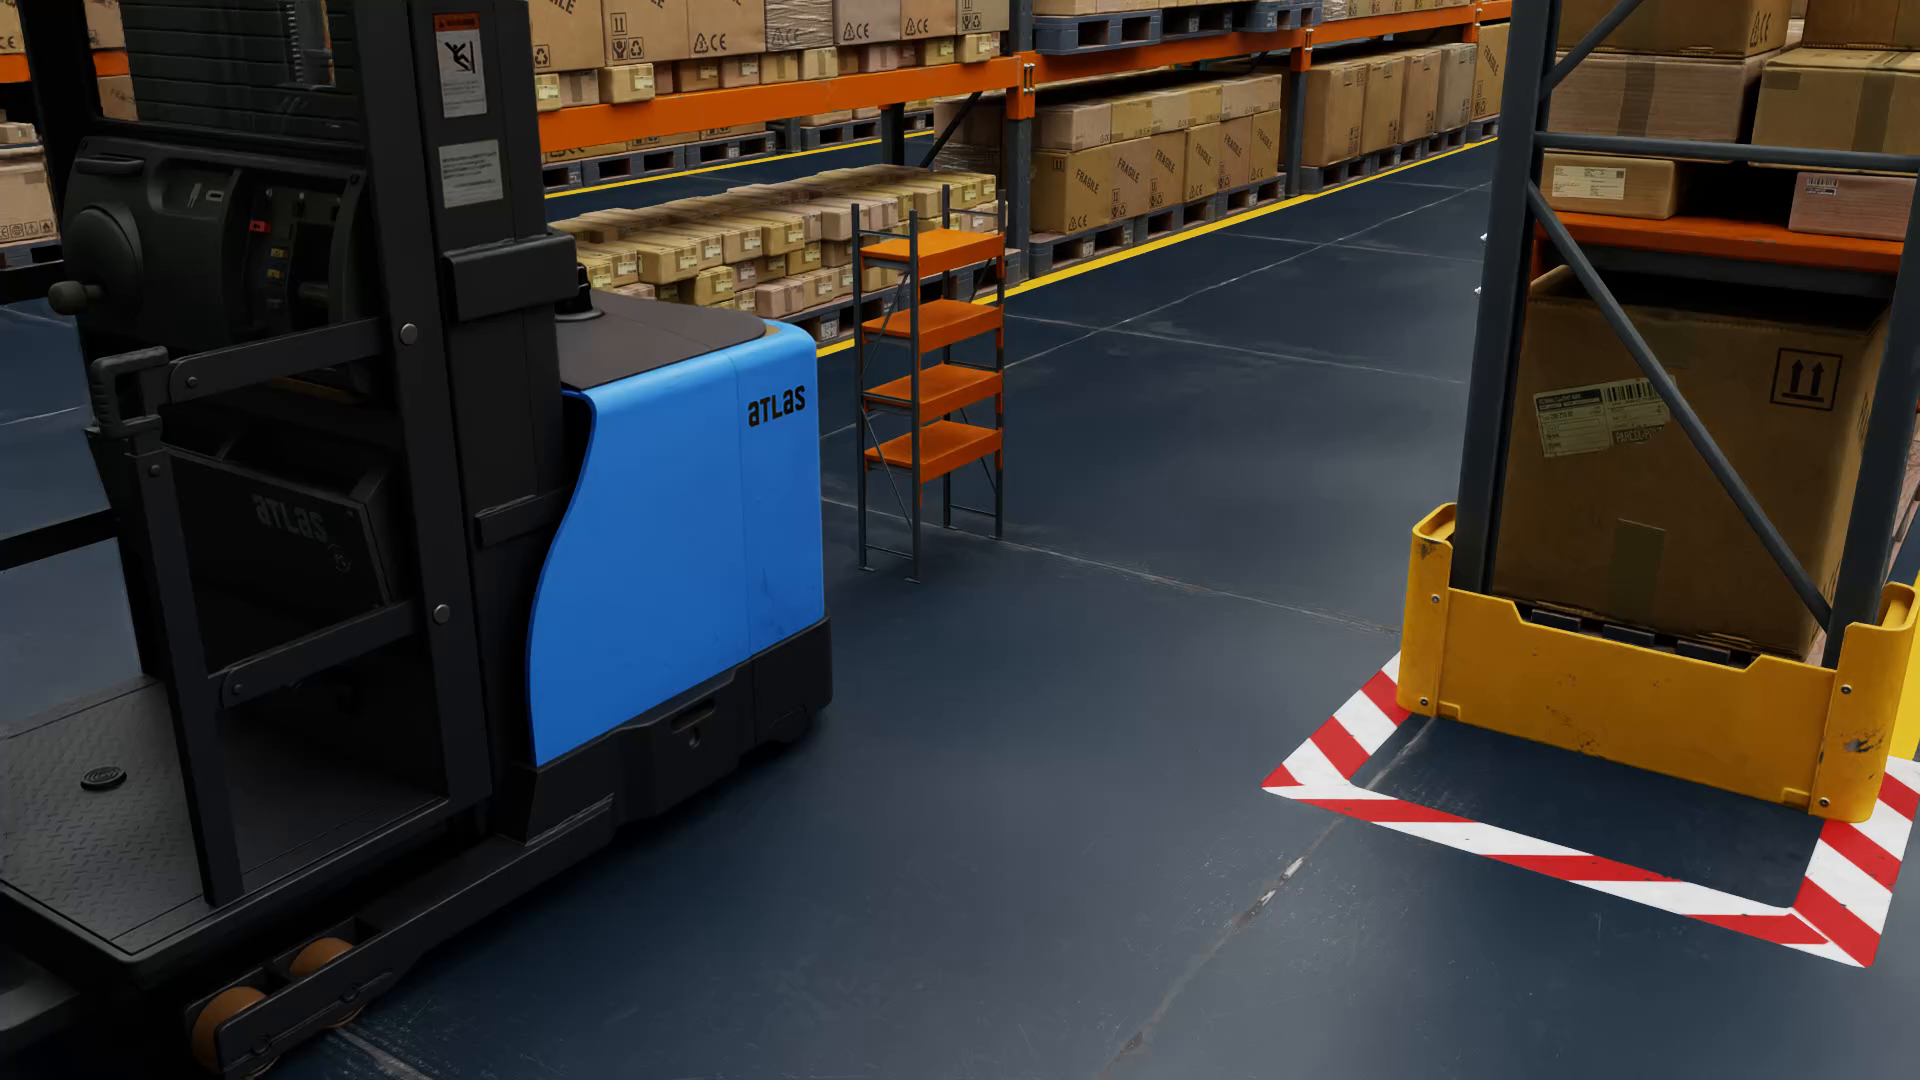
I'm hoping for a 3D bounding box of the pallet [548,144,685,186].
[{"bbox_3d":[-3.128,-3.255,14.261,1.003,0.211,1.213,13,24,32],"label":"pallet"}]

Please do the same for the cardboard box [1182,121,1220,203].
[{"bbox_3d":[1.482,-2.668,11.653,0.500,0.500,0.500,12,23,29],"label":"cardboard box"}]

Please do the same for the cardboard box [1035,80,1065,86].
[{"bbox_3d":[0.868,-5.295,19.114,0.500,0.250,0.500,12,23,29],"label":"cardboard box"}]

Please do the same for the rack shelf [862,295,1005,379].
[{"bbox_3d":[-0.093,-0.662,5.374,0.258,0.148,0.480,13,24,32],"label":"rack shelf"}]

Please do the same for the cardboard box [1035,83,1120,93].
[{"bbox_3d":[0.761,-2.978,11.408,0.500,0.250,0.500,12,23,29],"label":"cardboard box"}]

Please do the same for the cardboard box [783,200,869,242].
[{"bbox_3d":[-0.691,-1.637,8.512,0.380,0.149,0.250,12,24,30],"label":"cardboard box"}]

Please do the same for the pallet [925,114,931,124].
[{"bbox_3d":[-0.124,-4.739,18.273,1.003,0.211,1.213,13,24,32],"label":"pallet"}]

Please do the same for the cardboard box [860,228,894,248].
[{"bbox_3d":[-0.575,-1.596,8.831,0.380,0.149,0.250,14,24,33],"label":"cardboard box"}]

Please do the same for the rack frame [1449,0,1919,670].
[{"bbox_3d":[1.763,-0.895,3.861,1.000,3.000,0.127,13,24,32],"label":"rack frame"}]

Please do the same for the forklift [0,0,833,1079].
[{"bbox_3d":[-1.581,-0.565,3.069,1.130,2.935,3.031,13,24,32],"label":"forklift"}]

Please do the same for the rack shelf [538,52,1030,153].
[{"bbox_3d":[-1.158,-2.128,8.231,1.077,0.370,4.000,13,24,32],"label":"rack shelf"}]

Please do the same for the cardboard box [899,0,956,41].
[{"bbox_3d":[-0.365,-2.883,8.662,0.500,0.500,0.500,13,24,30],"label":"cardboard box"}]

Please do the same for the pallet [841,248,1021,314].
[{"bbox_3d":[-0.382,-1.532,9.602,1.003,0.211,1.213,13,24,32],"label":"pallet"}]

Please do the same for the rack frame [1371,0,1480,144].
[{"bbox_3d":[4.463,-5.335,15.863,1.000,3.000,0.127,13,24,32],"label":"rack frame"}]

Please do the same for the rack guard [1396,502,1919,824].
[{"bbox_3d":[1.749,0.284,4.276,1.175,0.500,0.348,13,24,32],"label":"rack guard"}]

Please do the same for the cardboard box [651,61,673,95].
[{"bbox_3d":[-1.493,-2.052,7.350,0.380,0.149,0.250,15,25,34],"label":"cardboard box"}]

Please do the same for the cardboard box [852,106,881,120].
[{"bbox_3d":[-1.202,-4.461,16.684,0.950,0.372,0.625,13,24,31],"label":"cardboard box"}]

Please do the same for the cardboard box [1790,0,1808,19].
[{"bbox_3d":[2.959,-2.086,5.788,0.500,0.500,0.500,12,24,30],"label":"cardboard box"}]

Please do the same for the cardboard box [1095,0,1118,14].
[{"bbox_3d":[0.719,-3.222,9.909,0.380,0.149,0.250,14,24,33],"label":"cardboard box"}]

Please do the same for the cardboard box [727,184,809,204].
[{"bbox_3d":[-1.043,-1.834,9.045,0.380,0.149,0.250,14,24,33],"label":"cardboard box"}]

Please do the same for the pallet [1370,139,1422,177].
[{"bbox_3d":[3.407,-3.439,14.758,1.003,0.211,1.213,13,24,32],"label":"pallet"}]

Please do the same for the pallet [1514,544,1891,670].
[{"bbox_3d":[2.148,0.168,5.007,1.003,0.211,1.213,13,24,32],"label":"pallet"}]

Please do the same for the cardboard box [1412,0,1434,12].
[{"bbox_3d":[3.823,-4.890,14.516,0.500,0.500,0.500,14,24,32],"label":"cardboard box"}]

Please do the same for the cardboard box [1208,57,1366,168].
[{"bbox_3d":[2.631,-3.486,13.502,1.050,0.750,0.750,13,24,31],"label":"cardboard box"}]

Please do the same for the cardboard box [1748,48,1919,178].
[{"bbox_3d":[2.256,-1.049,4.066,0.500,0.250,0.500,13,24,30],"label":"cardboard box"}]

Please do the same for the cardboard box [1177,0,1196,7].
[{"bbox_3d":[1.298,-3.517,10.707,0.380,0.149,0.250,13,24,31],"label":"cardboard box"}]

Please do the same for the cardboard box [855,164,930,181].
[{"bbox_3d":[-0.399,-2.120,9.818,0.380,0.149,0.250,14,25,34],"label":"cardboard box"}]

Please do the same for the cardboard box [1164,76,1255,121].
[{"bbox_3d":[1.772,-3.169,11.925,0.500,0.250,0.500,14,24,33],"label":"cardboard box"}]

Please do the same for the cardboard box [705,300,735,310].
[{"bbox_3d":[-1.276,-1.055,7.797,0.380,0.149,0.250,14,24,32],"label":"cardboard box"}]

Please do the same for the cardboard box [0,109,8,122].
[{"bbox_3d":[-8.859,-3.735,14.809,0.500,0.311,0.500,14,25,34],"label":"cardboard box"}]

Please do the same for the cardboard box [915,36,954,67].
[{"bbox_3d":[-0.255,-2.634,8.923,0.380,0.149,0.250,14,25,34],"label":"cardboard box"}]

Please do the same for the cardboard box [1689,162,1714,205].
[{"bbox_3d":[1.835,-1.019,4.557,0.380,0.149,0.250,14,24,32],"label":"cardboard box"}]

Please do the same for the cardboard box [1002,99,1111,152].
[{"bbox_3d":[0.600,-2.576,10.322,0.500,0.250,0.500,12,23,29],"label":"cardboard box"}]

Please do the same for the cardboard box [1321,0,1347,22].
[{"bbox_3d":[2.690,-4.310,12.949,0.500,0.500,0.500,14,24,32],"label":"cardboard box"}]

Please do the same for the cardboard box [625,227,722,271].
[{"bbox_3d":[-1.333,-1.352,7.742,0.380,0.149,0.250,12,23,29],"label":"cardboard box"}]

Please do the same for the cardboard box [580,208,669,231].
[{"bbox_3d":[-1.662,-1.542,8.255,0.380,0.149,0.250,14,25,34],"label":"cardboard box"}]

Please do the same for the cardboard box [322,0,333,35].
[{"bbox_3d":[-4.519,-3.691,11.275,0.500,0.500,0.500,13,24,31],"label":"cardboard box"}]

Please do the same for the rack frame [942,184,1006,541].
[{"bbox_3d":[0.044,-0.585,5.618,0.240,1.200,0.015,13,24,32],"label":"rack frame"}]

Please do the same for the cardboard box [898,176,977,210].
[{"bbox_3d":[-0.129,-1.944,9.344,0.380,0.149,0.250,14,24,32],"label":"cardboard box"}]

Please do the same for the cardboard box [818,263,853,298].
[{"bbox_3d":[-0.757,-1.361,8.626,0.380,0.149,0.250,14,24,33],"label":"cardboard box"}]

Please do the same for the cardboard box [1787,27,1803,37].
[{"bbox_3d":[2.387,-1.447,5.140,0.500,0.250,0.500,12,24,30],"label":"cardboard box"}]

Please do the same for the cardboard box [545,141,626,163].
[{"bbox_3d":[-3.401,-3.630,13.712,0.875,0.875,0.875,14,25,33],"label":"cardboard box"}]

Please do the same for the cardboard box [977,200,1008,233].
[{"bbox_3d":[0.052,-1.886,9.616,0.380,0.149,0.250,14,24,33],"label":"cardboard box"}]

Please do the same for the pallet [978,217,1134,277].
[{"bbox_3d":[0.403,-1.955,10.746,1.003,0.211,1.213,13,24,32],"label":"pallet"}]

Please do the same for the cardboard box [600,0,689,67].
[{"bbox_3d":[-1.522,-2.311,7.117,0.500,0.500,0.500,13,24,32],"label":"cardboard box"}]

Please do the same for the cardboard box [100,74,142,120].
[{"bbox_3d":[-7.834,-4.062,15.420,0.500,0.500,0.500,15,25,34],"label":"cardboard box"}]

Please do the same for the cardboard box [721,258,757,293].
[{"bbox_3d":[-1.206,-1.293,8.013,0.380,0.149,0.250,12,23,29],"label":"cardboard box"}]

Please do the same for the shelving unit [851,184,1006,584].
[{"bbox_3d":[-0.093,-0.515,5.428,0.258,1.200,0.503,13,24,32],"label":"shelving unit"}]

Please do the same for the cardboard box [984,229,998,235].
[{"bbox_3d":[0.027,-1.720,9.595,0.380,0.149,0.250,14,24,32],"label":"cardboard box"}]

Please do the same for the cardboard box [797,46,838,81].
[{"bbox_3d":[-0.820,-2.331,8.105,0.380,0.149,0.250,14,24,33],"label":"cardboard box"}]
